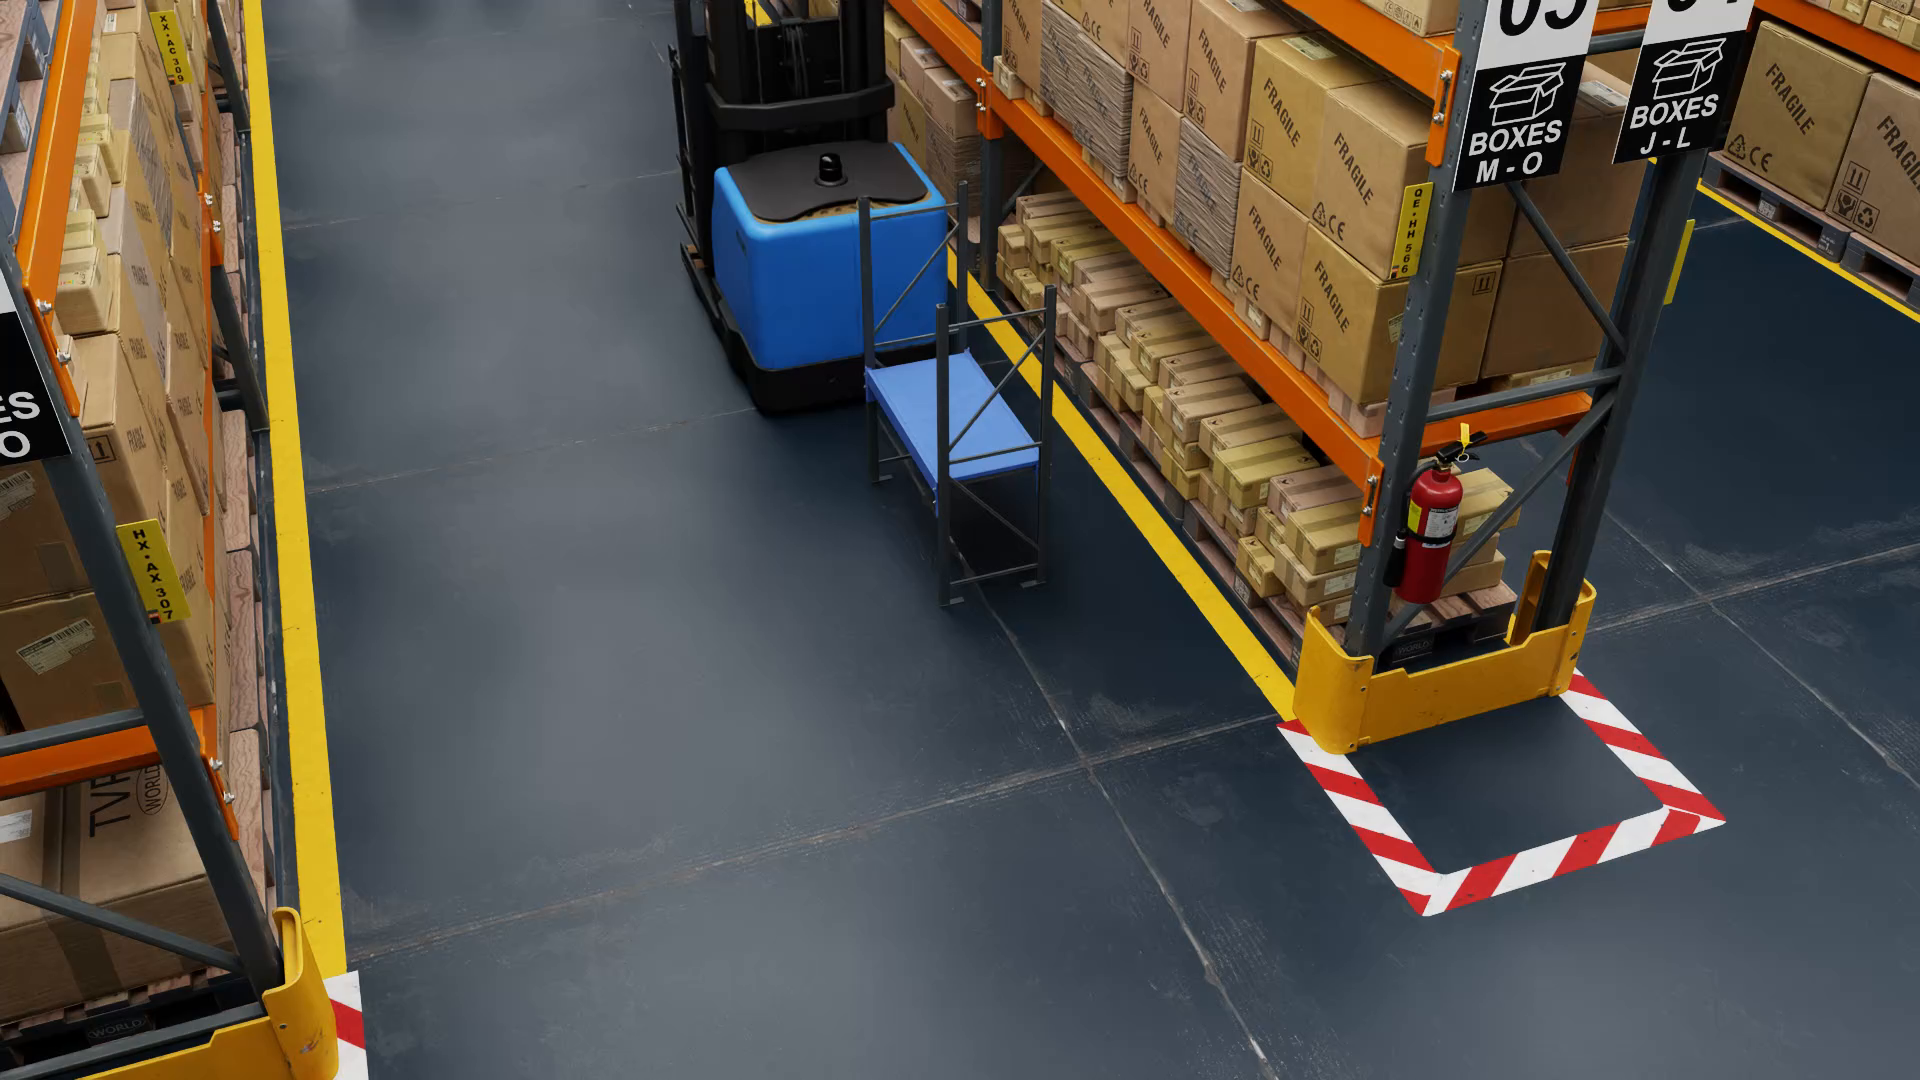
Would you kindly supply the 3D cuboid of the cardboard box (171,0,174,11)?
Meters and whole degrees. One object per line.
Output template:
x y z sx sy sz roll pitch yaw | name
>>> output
-4.093 -2.714 7.945 0.500 0.500 0.500 -13 39 -16 | cardboard box

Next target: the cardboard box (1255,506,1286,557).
1.490 -0.053 7.100 0.380 0.149 0.250 -13 39 -17 | cardboard box

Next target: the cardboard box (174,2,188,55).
-4.102 -2.420 8.179 0.500 0.250 0.500 -12 39 -15 | cardboard box

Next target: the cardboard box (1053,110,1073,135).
0.693 -2.168 8.344 0.380 0.149 0.250 -14 39 -18 | cardboard box

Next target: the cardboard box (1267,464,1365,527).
1.527 -0.174 7.014 0.380 0.149 0.250 -12 39 -15 | cardboard box

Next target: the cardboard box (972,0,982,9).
0.280 -3.017 9.122 0.380 0.149 0.250 -13 39 -17 | cardboard box

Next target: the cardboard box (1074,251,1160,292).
0.811 -1.353 8.578 0.380 0.149 0.250 -13 39 -17 | cardboard box

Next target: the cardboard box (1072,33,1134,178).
0.853 -2.023 7.613 0.500 0.500 0.500 -13 39 -17 | cardboard box

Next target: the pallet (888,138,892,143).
-0.090 -2.783 11.269 1.003 0.211 1.213 -12 39 -16 | pallet

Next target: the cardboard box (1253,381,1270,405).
1.533 -0.732 8.002 0.380 0.149 0.250 -11 38 -14 | cardboard box

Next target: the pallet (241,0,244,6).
-6.494 -4.650 13.749 1.003 0.211 1.213 -12 39 -16 | pallet

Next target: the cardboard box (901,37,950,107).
-0.055 -2.897 10.208 0.500 0.250 0.500 -11 38 -14 | cardboard box

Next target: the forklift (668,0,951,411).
-1.011 -2.720 8.925 1.130 2.935 3.031 -12 39 -15 | forklift

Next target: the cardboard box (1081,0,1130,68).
0.867 -2.439 7.333 0.500 0.500 0.500 -12 39 -15 | cardboard box

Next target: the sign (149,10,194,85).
-3.489 -2.178 7.363 0.100 0.325 0.005 -12 39 -16 | sign

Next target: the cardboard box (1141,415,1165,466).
1.090 -0.508 7.952 0.380 0.149 0.250 -12 39 -15 | cardboard box

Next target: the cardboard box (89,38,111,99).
-3.316 -1.687 6.044 0.380 0.149 0.250 -13 39 -16 | cardboard box

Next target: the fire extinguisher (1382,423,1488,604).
1.633 -0.089 5.749 0.296 0.674 0.183 -12 39 -16 | fire extinguisher

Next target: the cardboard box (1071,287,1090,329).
0.806 -1.236 8.671 0.380 0.149 0.250 -14 39 -18 | cardboard box

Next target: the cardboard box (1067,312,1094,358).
0.787 -1.110 8.751 0.380 0.149 0.250 -13 39 -17 | cardboard box

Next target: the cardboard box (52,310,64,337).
-2.653 -0.515 4.487 0.380 0.149 0.250 -12 38 -15 | cardboard box

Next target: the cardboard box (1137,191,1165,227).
1.028 -1.563 7.540 0.380 0.149 0.250 -11 38 -14 | cardboard box

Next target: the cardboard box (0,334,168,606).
-2.531 -0.194 4.601 0.500 0.500 0.500 -13 39 -17 | cardboard box

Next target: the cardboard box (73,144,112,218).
-2.928 -1.117 5.287 0.380 0.149 0.250 -12 39 -16 | cardboard box

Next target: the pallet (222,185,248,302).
-4.770 -1.681 9.807 1.003 0.211 1.213 -12 39 -16 | pallet

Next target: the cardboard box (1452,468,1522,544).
2.118 -0.140 6.969 0.380 0.149 0.250 -14 39 -18 | cardboard box

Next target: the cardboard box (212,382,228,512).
-3.895 -0.452 7.637 0.875 0.438 0.875 -13 39 -17 | cardboard box

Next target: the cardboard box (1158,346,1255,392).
1.157 -0.765 7.799 0.380 0.149 0.250 -14 39 -17 | cardboard box

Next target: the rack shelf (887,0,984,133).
-0.085 -3.609 10.646 1.077 0.370 4.000 -12 39 -16 | rack shelf

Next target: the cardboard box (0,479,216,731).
-2.529 0.205 4.902 0.500 0.500 0.500 -13 39 -16 | cardboard box

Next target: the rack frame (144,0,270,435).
-4.010 -1.685 7.493 1.000 3.000 0.127 -12 39 -16 | rack frame

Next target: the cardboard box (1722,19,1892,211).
5.447 -2.666 10.213 0.875 0.875 0.875 -12 39 -16 | cardboard box

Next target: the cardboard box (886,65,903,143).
-0.237 -2.882 10.812 0.500 0.500 0.500 -13 39 -17 | cardboard box

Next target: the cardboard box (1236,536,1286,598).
1.419 0.086 7.164 0.380 0.149 0.250 -11 38 -15 | cardboard box

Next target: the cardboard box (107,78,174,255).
-3.237 -1.341 6.122 0.500 0.500 0.500 -12 39 -15 | cardboard box

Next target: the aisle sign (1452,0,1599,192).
1.723 -1.442 5.010 0.394 0.787 0.004 -12 39 -16 | aisle sign

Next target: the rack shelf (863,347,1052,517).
-0.029 -0.504 7.471 0.538 0.185 1.000 -12 39 -16 | rack shelf

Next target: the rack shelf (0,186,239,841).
-3.322 -0.267 6.210 1.077 0.370 4.000 -12 39 -16 | rack shelf

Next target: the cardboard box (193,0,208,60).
-4.418 -2.797 9.095 0.500 0.250 0.500 -13 39 -17 | cardboard box

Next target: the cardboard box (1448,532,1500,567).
2.040 -0.004 7.035 0.380 0.149 0.250 -11 38 -14 | cardboard box

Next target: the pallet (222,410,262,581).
-3.822 -0.125 7.740 1.003 0.211 1.213 -12 39 -16 | pallet

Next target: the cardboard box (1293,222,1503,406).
1.583 -0.866 6.076 0.500 0.500 0.500 -12 39 -15 | cardboard box

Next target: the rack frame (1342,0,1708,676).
1.979 -0.507 5.930 1.000 3.000 0.127 -12 39 -16 | rack frame

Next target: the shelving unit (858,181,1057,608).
-0.029 -0.647 7.363 0.538 1.500 1.048 -12 39 -16 | shelving unit

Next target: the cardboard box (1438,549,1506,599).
2.100 0.102 7.142 0.380 0.149 0.250 -12 39 -15 | cardboard box

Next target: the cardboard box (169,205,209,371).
-3.241 -0.945 6.428 0.500 0.500 0.500 -13 39 -17 | cardboard box

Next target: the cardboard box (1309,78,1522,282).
1.588 -1.272 5.784 0.500 0.500 0.500 -13 39 -17 | cardboard box

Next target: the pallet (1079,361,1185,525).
1.291 -0.590 8.358 1.003 0.211 1.213 -12 39 -16 | pallet

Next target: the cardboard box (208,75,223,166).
-5.227 -2.856 10.465 0.875 0.875 0.875 -13 39 -16 | cardboard box

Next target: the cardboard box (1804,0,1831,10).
5.175 -3.252 9.783 0.380 0.149 0.250 -14 39 -17 | cardboard box

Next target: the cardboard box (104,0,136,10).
-3.605 -2.275 6.824 0.380 0.149 0.250 -13 39 -17 | cardboard box

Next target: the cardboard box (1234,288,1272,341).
1.341 -0.958 6.738 0.380 0.149 0.250 -11 38 -15 | cardboard box

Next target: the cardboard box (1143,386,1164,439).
1.088 -0.625 7.860 0.380 0.149 0.250 -11 38 -14 | cardboard box

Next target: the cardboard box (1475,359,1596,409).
2.176 -0.657 6.338 0.380 0.149 0.250 -13 39 -16 | cardboard box
